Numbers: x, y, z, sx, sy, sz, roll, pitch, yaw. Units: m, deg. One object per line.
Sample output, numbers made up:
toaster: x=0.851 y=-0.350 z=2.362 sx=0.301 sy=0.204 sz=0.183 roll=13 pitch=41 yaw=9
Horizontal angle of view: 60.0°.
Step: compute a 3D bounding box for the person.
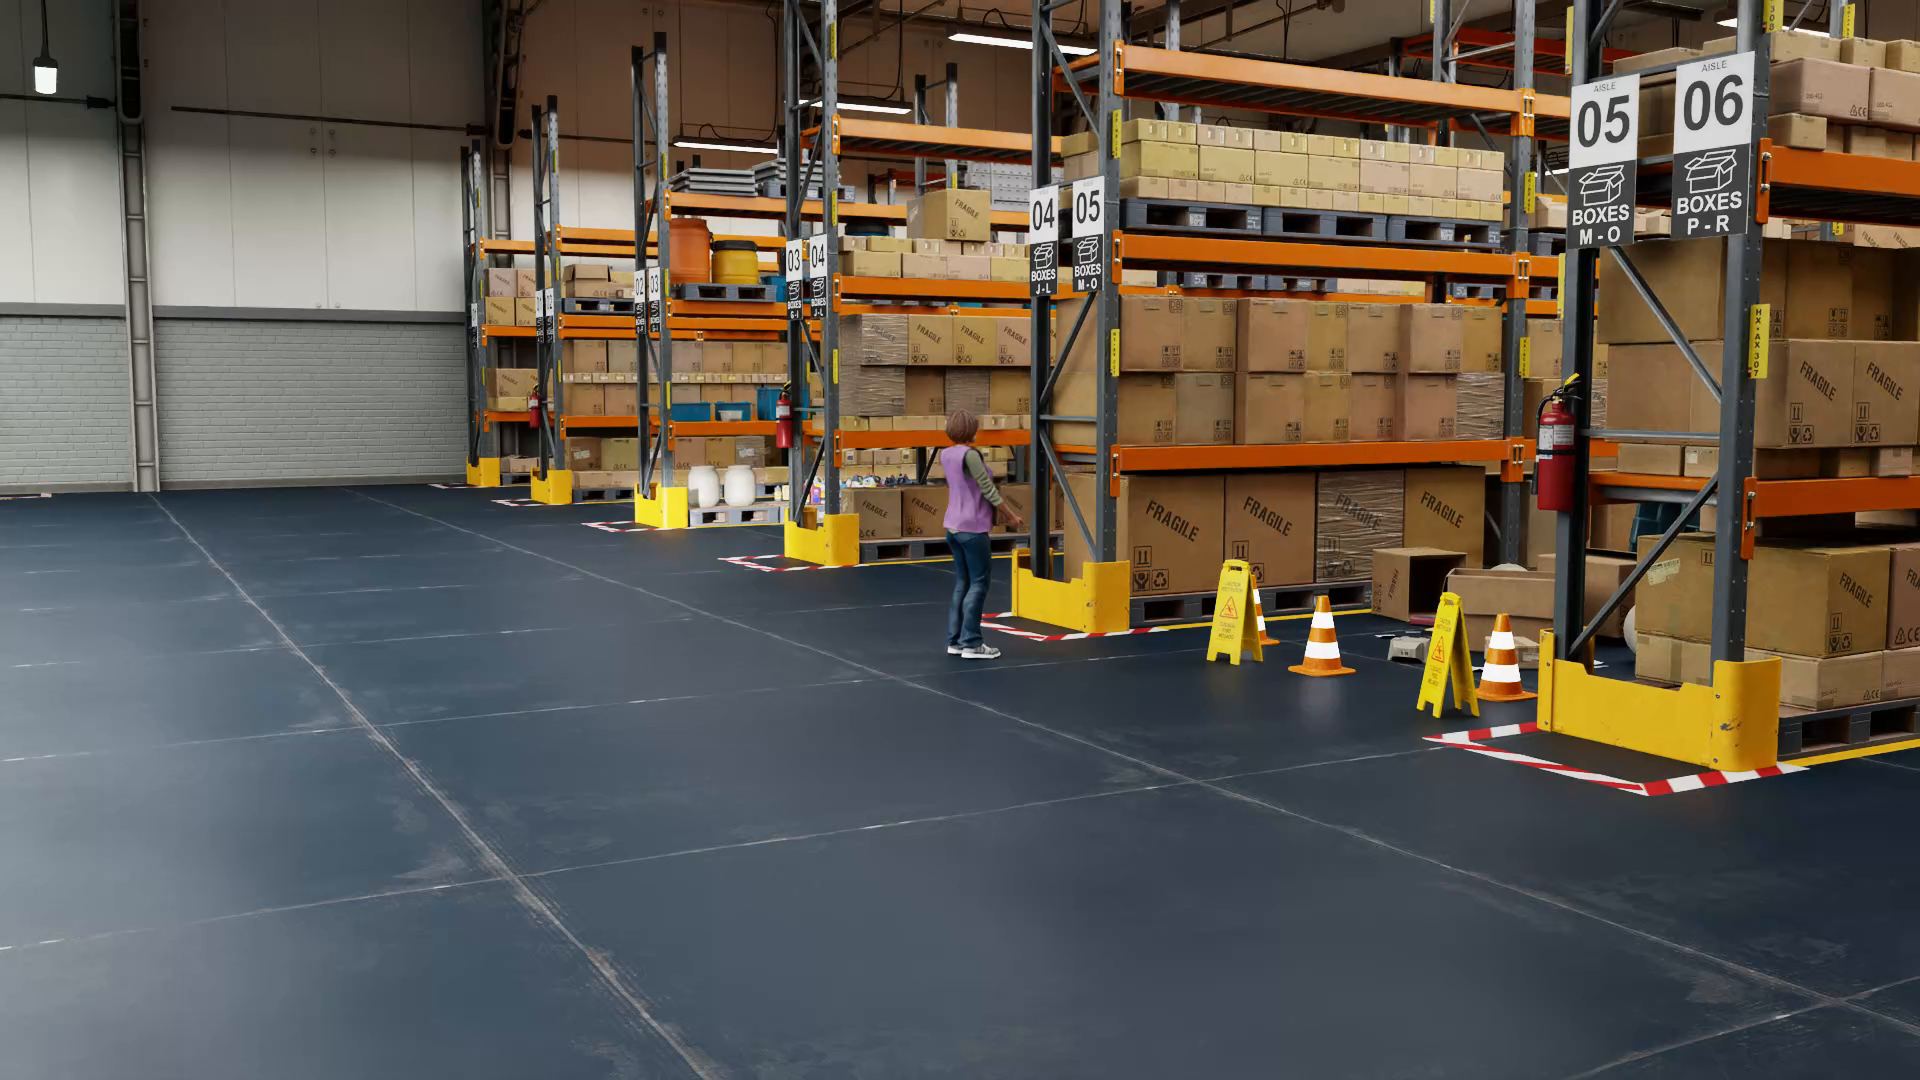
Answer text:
person: x=0.137 y=-0.043 z=10.718 sx=0.489 sy=1.593 sz=0.405 roll=-3 pitch=6 yaw=-28
